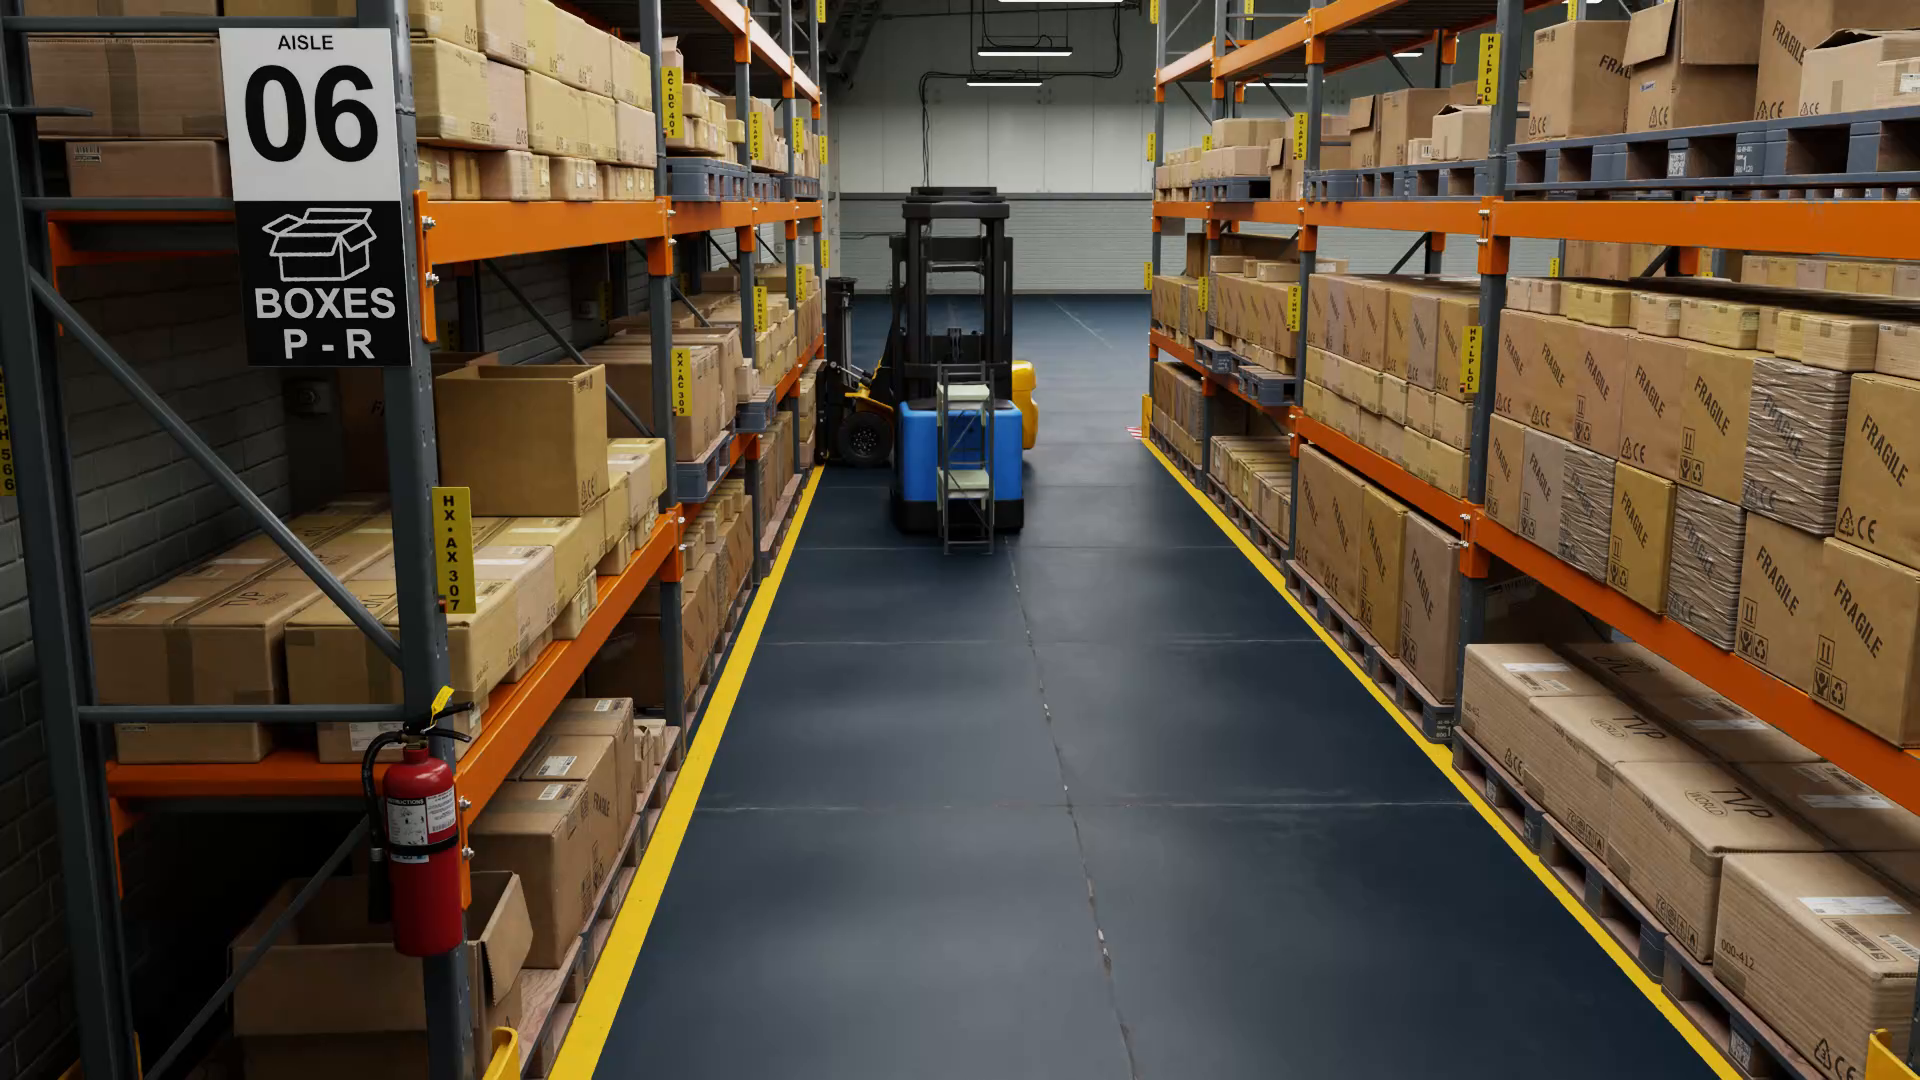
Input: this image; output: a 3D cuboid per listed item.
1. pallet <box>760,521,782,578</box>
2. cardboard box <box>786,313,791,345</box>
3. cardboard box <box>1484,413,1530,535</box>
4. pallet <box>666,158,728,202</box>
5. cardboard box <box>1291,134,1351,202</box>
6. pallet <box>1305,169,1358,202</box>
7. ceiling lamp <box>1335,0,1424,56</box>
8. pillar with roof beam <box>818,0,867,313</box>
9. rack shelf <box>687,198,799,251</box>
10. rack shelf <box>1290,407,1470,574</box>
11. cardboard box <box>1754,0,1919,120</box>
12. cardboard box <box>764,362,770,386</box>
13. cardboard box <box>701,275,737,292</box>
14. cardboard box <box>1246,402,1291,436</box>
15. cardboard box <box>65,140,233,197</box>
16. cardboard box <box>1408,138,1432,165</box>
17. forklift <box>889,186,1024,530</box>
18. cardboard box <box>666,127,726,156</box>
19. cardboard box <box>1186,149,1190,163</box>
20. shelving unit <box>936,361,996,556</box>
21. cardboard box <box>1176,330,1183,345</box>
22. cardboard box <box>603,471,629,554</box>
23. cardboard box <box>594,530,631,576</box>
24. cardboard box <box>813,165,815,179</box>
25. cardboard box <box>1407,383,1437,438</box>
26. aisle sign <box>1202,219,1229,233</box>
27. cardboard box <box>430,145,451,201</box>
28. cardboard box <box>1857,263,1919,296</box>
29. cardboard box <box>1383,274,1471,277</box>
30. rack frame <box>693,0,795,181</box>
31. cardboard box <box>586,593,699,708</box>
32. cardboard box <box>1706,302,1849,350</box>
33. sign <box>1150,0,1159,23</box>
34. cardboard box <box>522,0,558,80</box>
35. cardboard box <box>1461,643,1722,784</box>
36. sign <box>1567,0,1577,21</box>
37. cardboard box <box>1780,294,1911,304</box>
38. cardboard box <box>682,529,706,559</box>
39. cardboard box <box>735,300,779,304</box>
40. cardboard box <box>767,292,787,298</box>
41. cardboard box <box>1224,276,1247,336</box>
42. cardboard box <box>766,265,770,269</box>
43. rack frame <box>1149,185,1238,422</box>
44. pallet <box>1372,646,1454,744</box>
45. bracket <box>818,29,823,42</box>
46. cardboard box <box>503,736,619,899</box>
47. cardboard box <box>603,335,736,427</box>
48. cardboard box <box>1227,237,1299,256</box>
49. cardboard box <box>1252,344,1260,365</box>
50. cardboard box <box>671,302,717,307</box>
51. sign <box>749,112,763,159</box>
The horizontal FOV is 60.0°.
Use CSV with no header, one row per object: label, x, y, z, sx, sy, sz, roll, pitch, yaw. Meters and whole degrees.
pallet,-1.967,0.067,13.199,1.003,0.211,1.213,0,11,-1
cardboard box,-1.788,-1.904,15.019,0.500,0.250,0.500,-1,11,-3
cardboard box,2.804,-0.317,7.824,0.500,0.500,0.500,0,11,1
pallet,-1.850,-1.849,8.556,1.213,0.211,1.003,0,11,-1
cardboard box,2.964,-2.865,12.839,0.700,0.500,0.500,0,11,-1
pallet,3.040,-2.407,11.309,1.213,0.211,1.003,0,11,1
ceiling lamp,8.744,-11.819,35.004,2.000,3.185,0.800,0,11,-1
pillar with roof beam,0.767,-10.313,42.259,9.100,9.000,0.548,0,11,-1
rack shelf,-2.030,-2.651,13.847,1.077,0.370,4.000,0,11,-1
rack shelf,3.015,-0.407,10.330,1.077,0.370,4.000,0,11,-1
cardboard box,3.247,-1.742,5.998,0.500,0.500,0.500,0,11,0
cardboard box,-1.759,-1.252,13.062,0.500,0.250,0.500,0,11,-2
cardboard box,-2.380,-2.506,16.236,0.380,0.149,0.250,0,11,-1
cardboard box,3.149,-1.296,16.878,0.500,0.500,0.500,0,11,2
cardboard box,-2.061,-0.955,4.311,0.380,0.149,0.250,0,11,0
cardboard box,2.867,-2.299,9.832,0.380,0.166,0.250,1,11,4
forklift,-0.088,-1.765,15.388,1.130,2.935,3.031,-1,12,-4
cardboard box,-1.535,-2.257,9.420,0.380,0.149,0.250,0,11,0
cardboard box,2.572,-4.010,17.361,0.380,0.149,0.250,0,11,0
shelving unit,0.041,-0.686,13.670,0.431,1.500,0.755,-1,12,-4
cardboard box,2.538,-2.196,17.969,0.380,0.149,0.250,0,11,-1
cardboard box,-1.630,-0.114,6.707,0.500,0.250,0.500,0,11,-2
cardboard box,-1.579,0.051,6.896,0.380,0.149,0.250,0,11,-2
cardboard box,-1.834,-4.165,18.822,0.380,0.149,0.250,-1,11,-3
cardboard box,2.786,-0.719,9.181,0.500,0.250,0.500,0,11,0
aisle sign,3.097,-4.035,19.865,0.394,0.787,0.004,0,11,-1
cardboard box,-1.629,-1.009,4.576,0.380,0.149,0.250,0,11,0
cardboard box,7.897,-2.028,13.746,0.700,0.500,0.500,0,11,-2
cardboard box,3.246,-1.594,11.608,0.500,0.500,0.500,-1,11,-3
rack frame,-2.072,-4.871,15.437,1.000,3.000,0.127,0,11,-1
cardboard box,-1.691,0.581,8.880,0.500,0.500,0.500,0,11,1
cardboard box,2.850,-0.748,5.803,0.380,0.149,0.250,0,11,0
sign,2.266,-6.182,19.349,0.100,0.325,0.005,0,11,-1
cardboard box,-1.597,-1.623,5.343,0.500,0.250,0.500,0,11,-2
cardboard box,2.962,0.813,7.895,0.875,0.438,0.875,0,11,-2
sign,7.200,-6.262,19.546,0.100,0.325,0.005,0,11,-1
cardboard box,3.364,-0.856,6.335,0.380,0.149,0.250,0,11,-1
cardboard box,-1.737,0.029,9.972,0.380,0.149,0.250,0,11,1
cardboard box,-1.786,-2.027,14.622,0.380,0.149,0.250,-1,11,-3
cardboard box,-1.815,-2.362,16.277,0.380,0.149,0.250,0,11,-2
cardboard box,2.621,-2.061,14.616,0.500,0.500,0.500,0,11,-1
cardboard box,-2.370,-3.067,19.000,0.380,0.149,0.250,0,11,0
rack frame,2.808,-2.747,20.057,1.000,3.000,0.127,0,11,-1
pallet,2.965,0.852,9.331,1.003,0.211,1.213,0,11,-1
bracket,-3.049,-10.785,35.535,0.235,0.232,0.430,0,11,-1
cardboard box,-1.631,1.076,6.442,0.500,0.500,0.500,0,11,0
cardboard box,-1.720,-0.952,9.898,0.700,0.500,0.500,0,11,-1
cardboard box,3.110,-2.827,16.935,0.700,0.500,0.500,0,11,-1
cardboard box,2.587,-1.512,13.541,0.380,0.149,0.250,0,11,0
cardboard box,-2.305,-1.974,14.360,0.380,0.149,0.250,0,11,-2
sign,-1.446,-2.861,11.773,0.100,0.325,0.005,0,11,-1
